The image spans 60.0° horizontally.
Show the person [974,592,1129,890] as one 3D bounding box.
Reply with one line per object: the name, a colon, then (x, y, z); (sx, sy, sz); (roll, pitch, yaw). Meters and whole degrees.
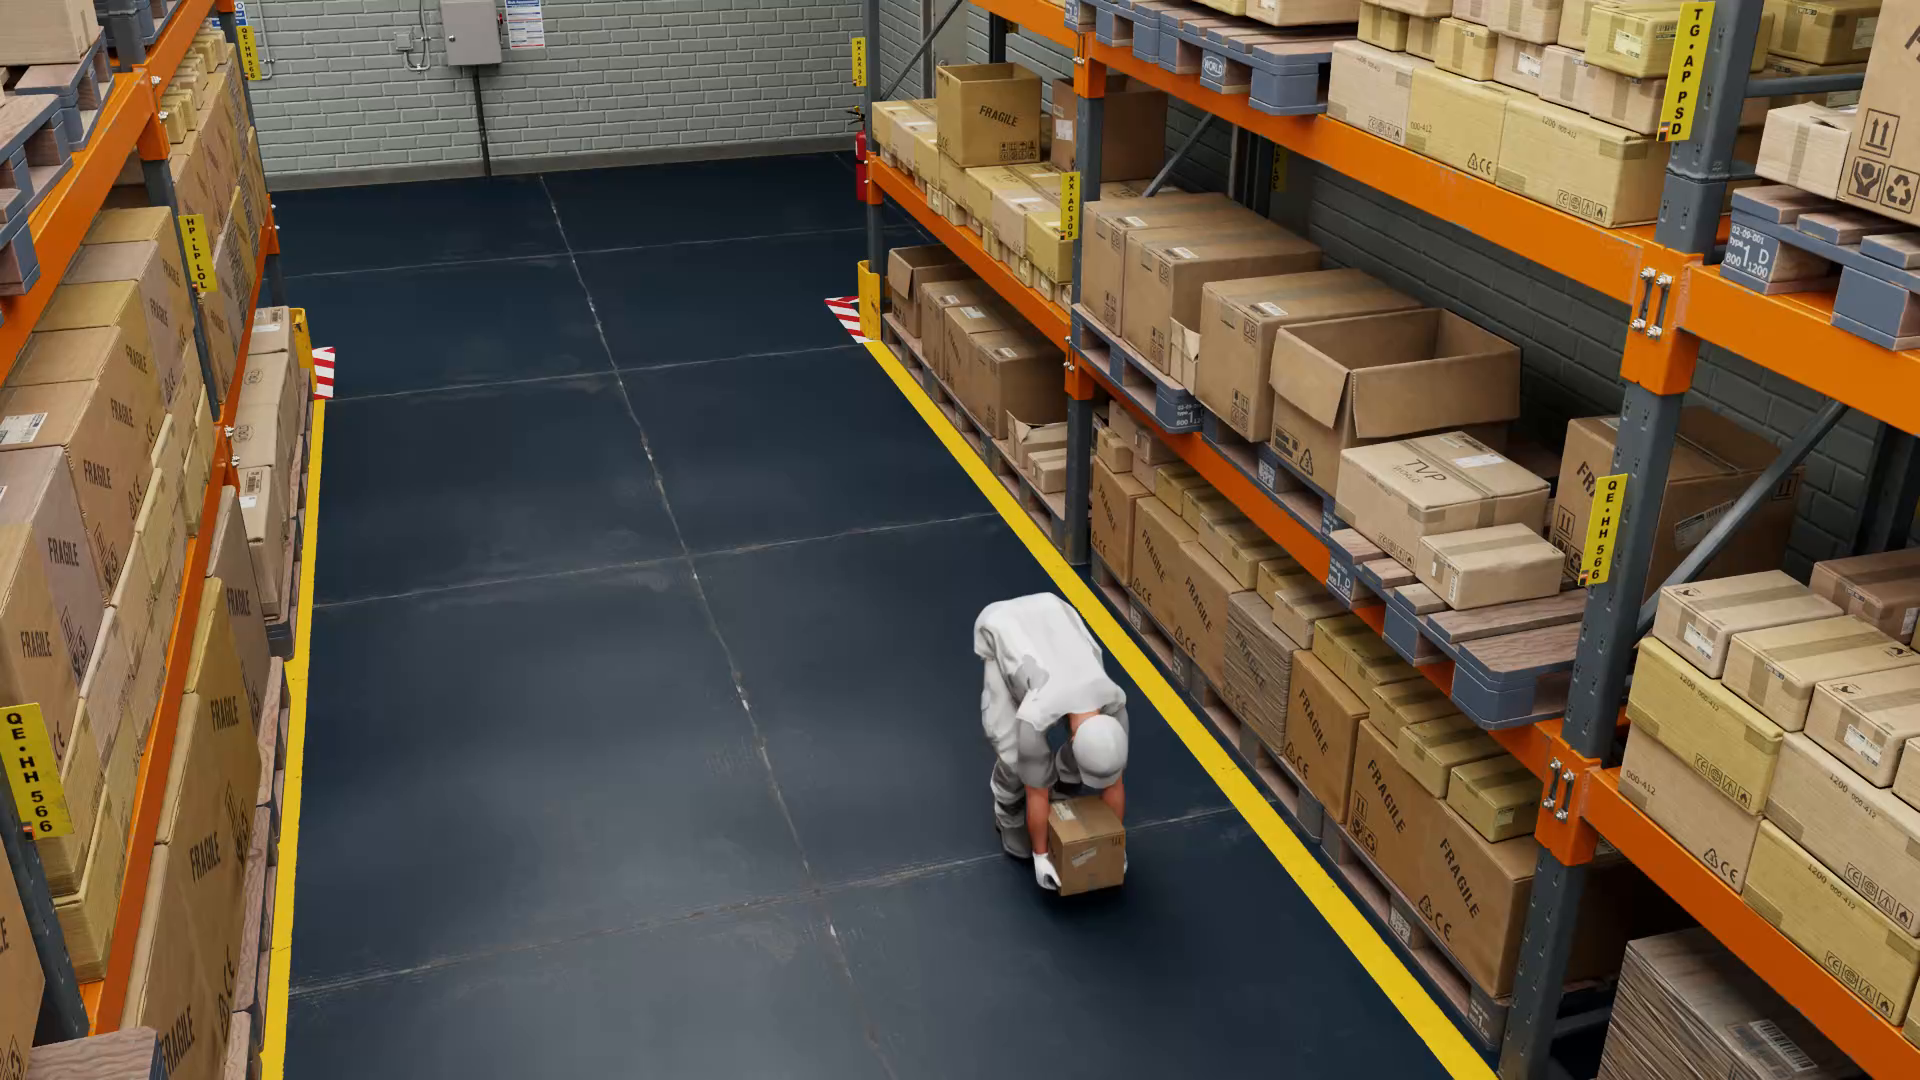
person: (0.379, 0.785, 6.360); (0.522, 1.010, 0.952); (-10, 28, -20)
